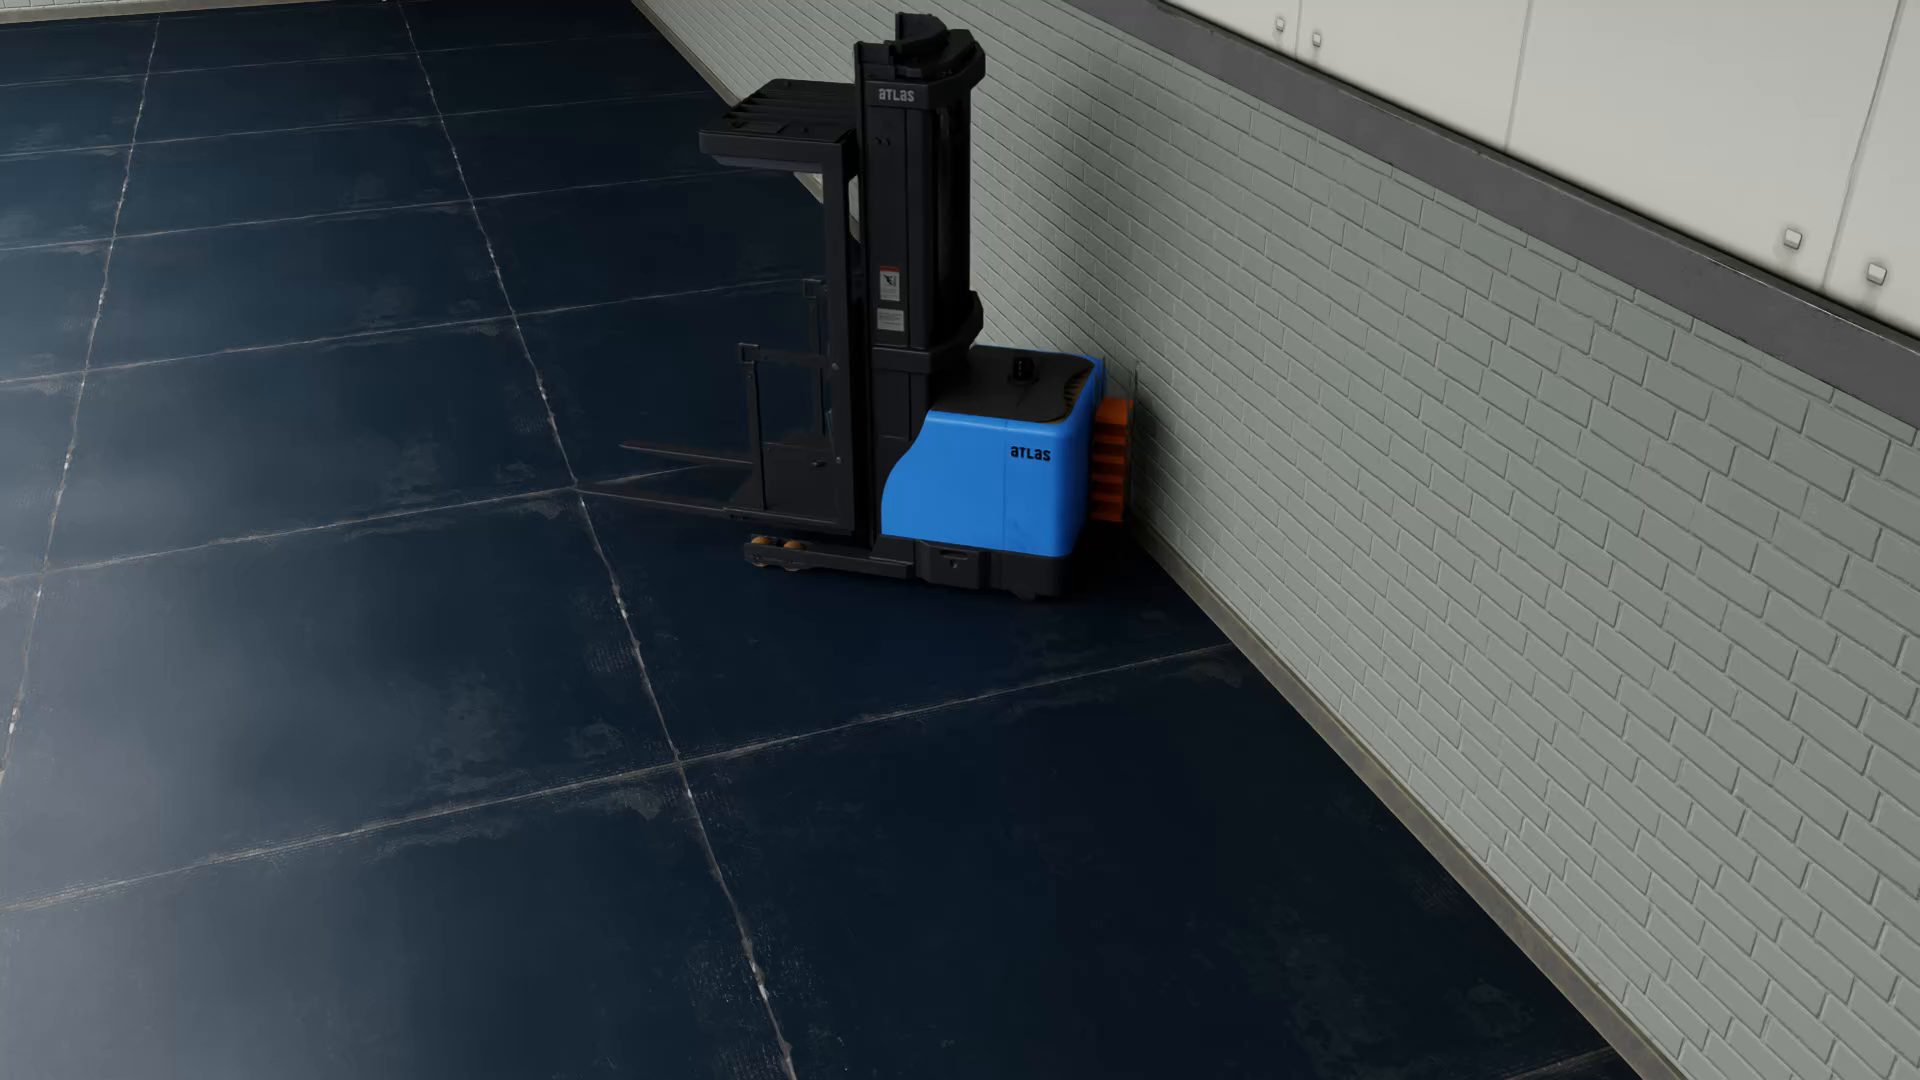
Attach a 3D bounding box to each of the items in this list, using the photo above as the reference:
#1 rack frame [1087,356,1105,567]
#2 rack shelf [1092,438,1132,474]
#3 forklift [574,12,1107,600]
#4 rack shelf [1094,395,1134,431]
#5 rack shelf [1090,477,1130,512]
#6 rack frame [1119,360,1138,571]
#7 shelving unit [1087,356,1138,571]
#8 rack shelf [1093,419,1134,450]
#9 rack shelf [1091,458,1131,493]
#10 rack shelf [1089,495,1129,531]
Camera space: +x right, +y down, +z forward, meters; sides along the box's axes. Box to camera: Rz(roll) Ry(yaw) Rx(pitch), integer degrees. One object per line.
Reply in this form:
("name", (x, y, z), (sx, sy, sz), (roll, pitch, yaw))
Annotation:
("rack frame", (0.758, -0.426, 9.285), (0.006, 1.200, 0.240), (8, 31, 13))
("rack shelf", (0.846, -0.479, 9.226), (0.180, 0.103, 0.258), (8, 31, 13))
("forklift", (-0.732, -1.338, 9.139), (3.031, 2.935, 1.130), (8, 31, 13))
("rack shelf", (0.846, -0.688, 9.108), (0.180, 0.103, 0.258), (8, 31, 13))
("rack shelf", (0.846, -0.271, 9.345), (0.180, 0.103, 0.258), (8, 31, 13))
("rack frame", (0.935, -0.402, 9.243), (0.006, 1.200, 0.240), (8, 31, 13))
("shelving unit", (0.846, -0.414, 9.264), (0.189, 1.200, 0.258), (8, 31, 13))
("rack shelf", (0.846, -0.583, 9.167), (0.180, 0.103, 0.258), (8, 31, 13))
("rack shelf", (0.846, -0.375, 9.286), (0.180, 0.103, 0.258), (8, 31, 13))
("rack shelf", (0.846, -0.166, 9.405), (0.180, 0.103, 0.258), (8, 31, 13))
